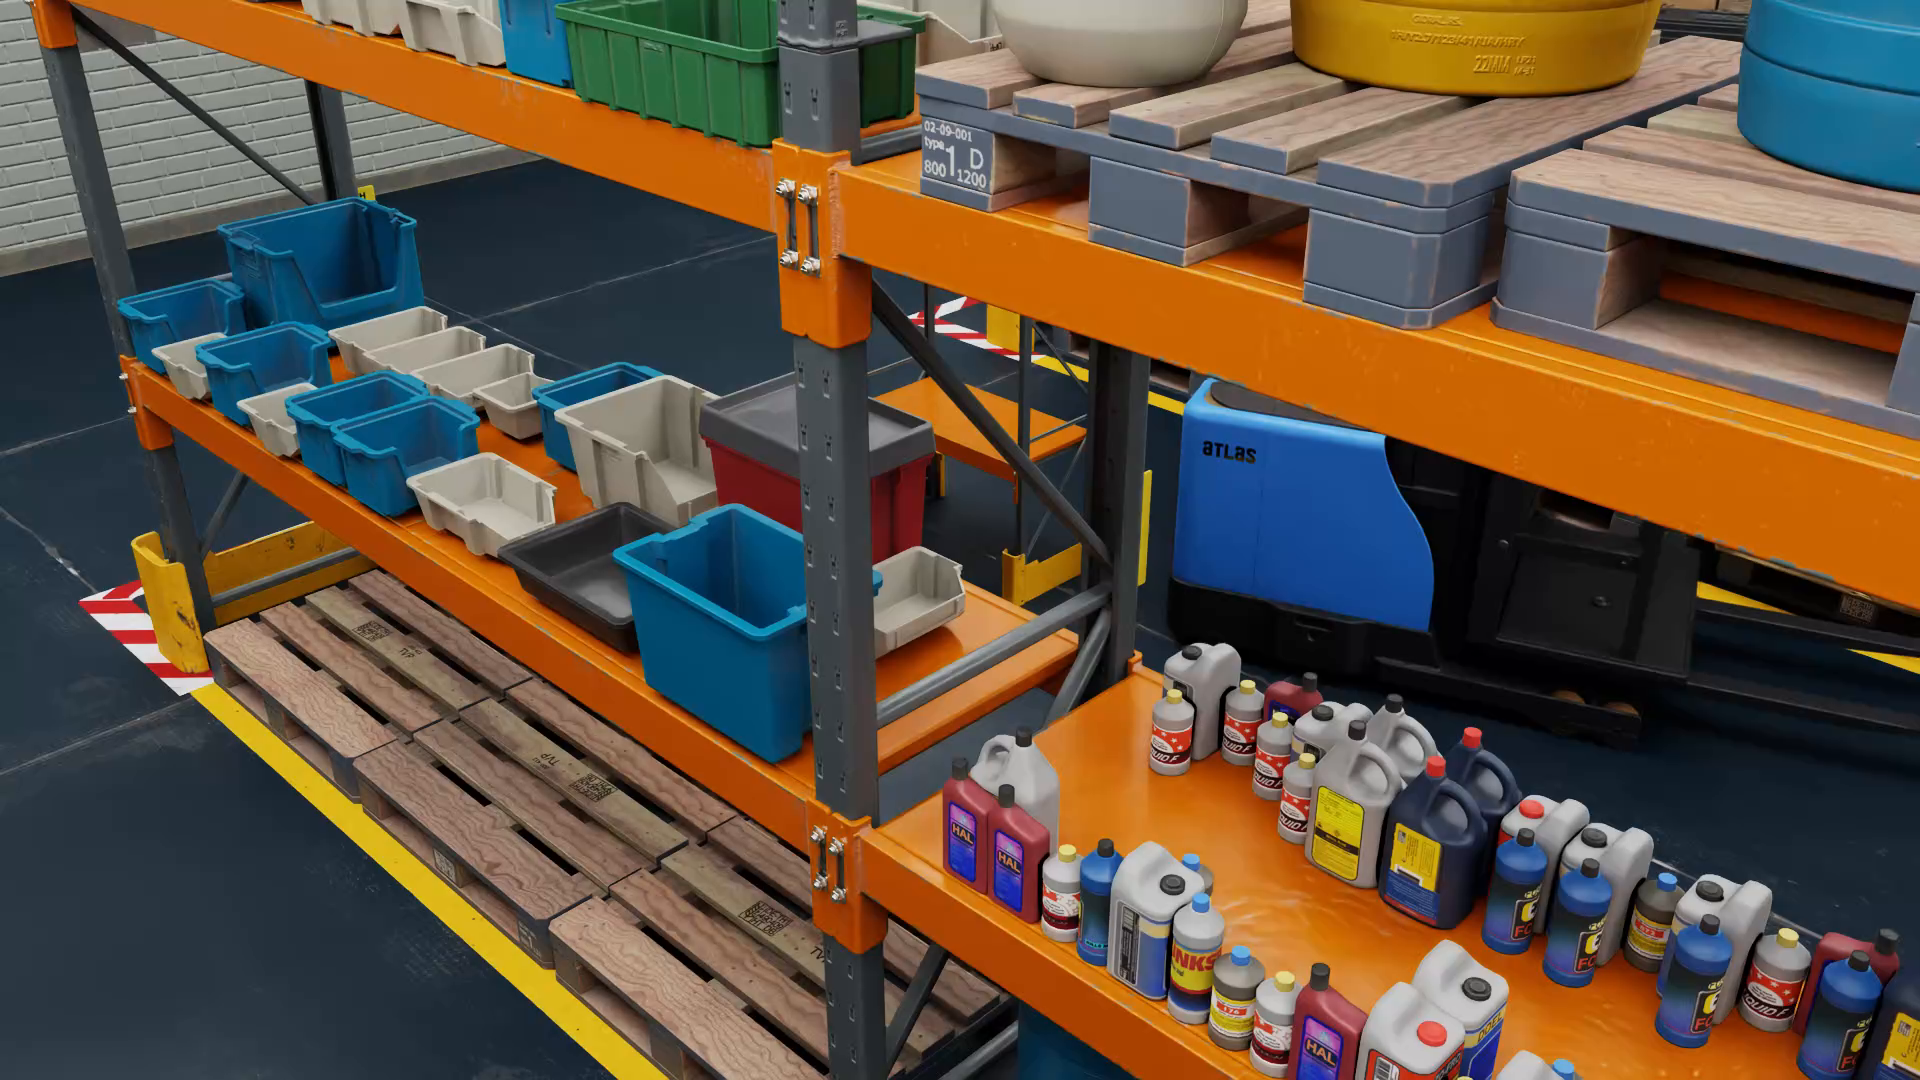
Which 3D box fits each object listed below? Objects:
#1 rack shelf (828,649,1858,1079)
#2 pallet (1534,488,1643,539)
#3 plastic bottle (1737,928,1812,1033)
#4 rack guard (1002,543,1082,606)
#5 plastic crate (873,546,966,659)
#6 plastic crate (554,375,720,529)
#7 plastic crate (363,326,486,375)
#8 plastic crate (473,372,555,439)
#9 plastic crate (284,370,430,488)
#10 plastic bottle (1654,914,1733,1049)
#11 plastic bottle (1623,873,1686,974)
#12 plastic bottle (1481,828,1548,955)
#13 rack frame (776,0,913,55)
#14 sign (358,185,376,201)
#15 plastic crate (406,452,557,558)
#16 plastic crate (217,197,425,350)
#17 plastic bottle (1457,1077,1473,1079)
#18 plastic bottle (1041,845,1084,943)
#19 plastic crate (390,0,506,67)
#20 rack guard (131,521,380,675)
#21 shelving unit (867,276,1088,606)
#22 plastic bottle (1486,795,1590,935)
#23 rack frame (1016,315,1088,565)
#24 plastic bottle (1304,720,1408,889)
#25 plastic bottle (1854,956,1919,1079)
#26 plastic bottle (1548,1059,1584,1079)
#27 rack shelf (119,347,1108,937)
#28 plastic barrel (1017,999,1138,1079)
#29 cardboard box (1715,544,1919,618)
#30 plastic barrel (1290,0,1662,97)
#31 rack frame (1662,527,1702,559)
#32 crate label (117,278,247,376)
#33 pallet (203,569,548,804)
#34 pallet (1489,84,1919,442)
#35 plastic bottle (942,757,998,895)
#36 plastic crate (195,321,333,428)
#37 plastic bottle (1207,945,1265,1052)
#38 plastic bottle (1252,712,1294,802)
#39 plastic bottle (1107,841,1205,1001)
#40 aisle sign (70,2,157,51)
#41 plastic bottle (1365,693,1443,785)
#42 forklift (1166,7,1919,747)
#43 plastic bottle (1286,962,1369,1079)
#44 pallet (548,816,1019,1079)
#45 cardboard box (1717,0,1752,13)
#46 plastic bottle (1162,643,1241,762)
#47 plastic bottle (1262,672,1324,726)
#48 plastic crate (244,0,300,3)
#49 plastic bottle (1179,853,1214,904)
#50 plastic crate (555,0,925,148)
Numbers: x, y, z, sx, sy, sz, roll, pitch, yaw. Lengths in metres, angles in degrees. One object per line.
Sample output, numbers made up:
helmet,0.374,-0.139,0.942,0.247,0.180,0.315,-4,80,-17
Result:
rack shelf,1.489,1.258,2.907,4.000,0.370,1.077,25,36,38
pallet,3.048,-0.397,8.277,1.213,0.211,1.003,25,36,38
plastic bottle,1.554,0.828,3.165,0.097,0.201,0.097,0,28,0
rack guard,0.409,0.077,7.335,0.087,0.250,0.587,25,36,38
plastic crate,-0.168,0.178,4.408,0.243,0.136,0.396,25,36,38
plastic crate,-0.896,-0.246,5.059,0.530,0.282,0.437,25,36,38
plastic crate,-1.884,-0.623,5.930,0.243,0.136,0.396,25,36,38
plastic crate,-1.444,-0.449,5.601,0.250,0.136,0.298,25,36,38
plastic crate,-1.905,-0.351,5.310,0.300,0.233,0.416,25,36,38
plastic bottle,1.378,0.816,3.113,0.097,0.271,0.097,0,28,0
plastic bottle,1.389,0.753,3.309,0.097,0.201,0.097,0,28,0
plastic bottle,1.117,0.697,3.341,0.097,0.271,0.097,0,28,0
rack frame,0.063,-2.368,2.585,0.127,3.000,1.000,25,36,38
sign,-2.415,-1.278,6.783,0.005,0.325,0.100,25,36,38
plastic crate,-1.389,-0.091,4.919,0.466,0.136,0.293,25,36,38
plastic crate,-2.419,-1.013,6.351,0.499,0.435,0.616,25,36,38
plastic bottle,0.850,1.001,2.836,0.097,0.201,0.097,0,28,0
plastic bottle,0.216,0.711,3.388,0.097,0.201,0.097,0,28,0
plastic crate,-1.110,-1.213,3.893,0.466,0.136,0.293,25,36,38
rack guard,-2.815,0.085,7.052,0.348,0.500,1.175,25,36,38
shelving unit,0.054,-0.639,7.354,1.083,1.500,0.587,25,36,38
plastic bottle,1.191,0.647,3.430,0.135,0.276,0.152,25,36,38
rack frame,0.423,-0.470,7.033,0.032,1.500,0.500,25,36,38
plastic bottle,0.847,0.548,3.538,0.185,0.351,0.144,25,36,38
plastic bottle,1.734,0.860,2.945,0.185,0.351,0.144,25,36,38
plastic bottle,1.026,0.983,2.871,0.097,0.201,0.097,0,28,0
rack shelf,-1.363,-0.047,5.390,4.000,0.370,1.077,25,36,38
plastic barrel,0.439,1.213,4.023,0.708,0.901,0.600,25,36,38
cardboard box,4.006,-0.400,7.119,0.875,0.875,1.225,25,36,39
plastic barrel,0.856,-1.079,2.703,0.600,0.588,0.600,0,28,0
rack frame,3.536,-1.357,7.107,0.127,3.000,1.000,25,36,38
crate label,-2.844,-0.781,6.127,0.303,0.233,0.416,25,36,38
pallet,-2.228,0.498,6.576,1.213,0.211,1.003,25,36,38
pallet,1.502,-0.365,2.200,1.213,0.211,1.003,25,36,38
plastic bottle,0.026,0.600,3.511,0.133,0.283,0.061,25,36,38
plastic crate,-2.374,-0.566,5.719,0.300,0.233,0.416,25,36,38
plastic bottle,0.520,0.851,3.123,0.097,0.201,0.097,0,28,0
plastic bottle,0.725,0.489,3.811,0.097,0.201,0.097,0,28,0
plastic bottle,0.387,0.739,3.255,0.135,0.276,0.152,25,36,38
aisle sign,-3.049,-2.094,5.715,0.004,0.787,0.394,25,36,38
plastic bottle,0.948,0.500,3.629,0.185,0.351,0.144,25,36,38
forklift,2.422,-0.800,6.122,3.031,2.935,1.130,12,30,21
plastic bottle,0.659,0.890,2.960,0.133,0.283,0.061,25,36,38
pallet,-0.488,1.294,5.062,1.213,0.211,1.003,25,36,38
cardboard box,5.467,-3.718,11.171,0.500,0.500,0.500,23,36,37
plastic bottle,0.571,0.363,3.969,0.135,0.276,0.152,25,36,38
plastic bottle,0.768,0.420,3.853,0.133,0.283,0.061,25,36,38
plastic crate,-1.892,-1.729,4.658,0.767,0.338,0.504,25,36,38
plastic bottle,0.461,0.724,3.363,0.097,0.201,0.097,0,28,0
plastic crate,-0.451,-0.985,3.404,0.662,0.188,0.450,25,36,38
